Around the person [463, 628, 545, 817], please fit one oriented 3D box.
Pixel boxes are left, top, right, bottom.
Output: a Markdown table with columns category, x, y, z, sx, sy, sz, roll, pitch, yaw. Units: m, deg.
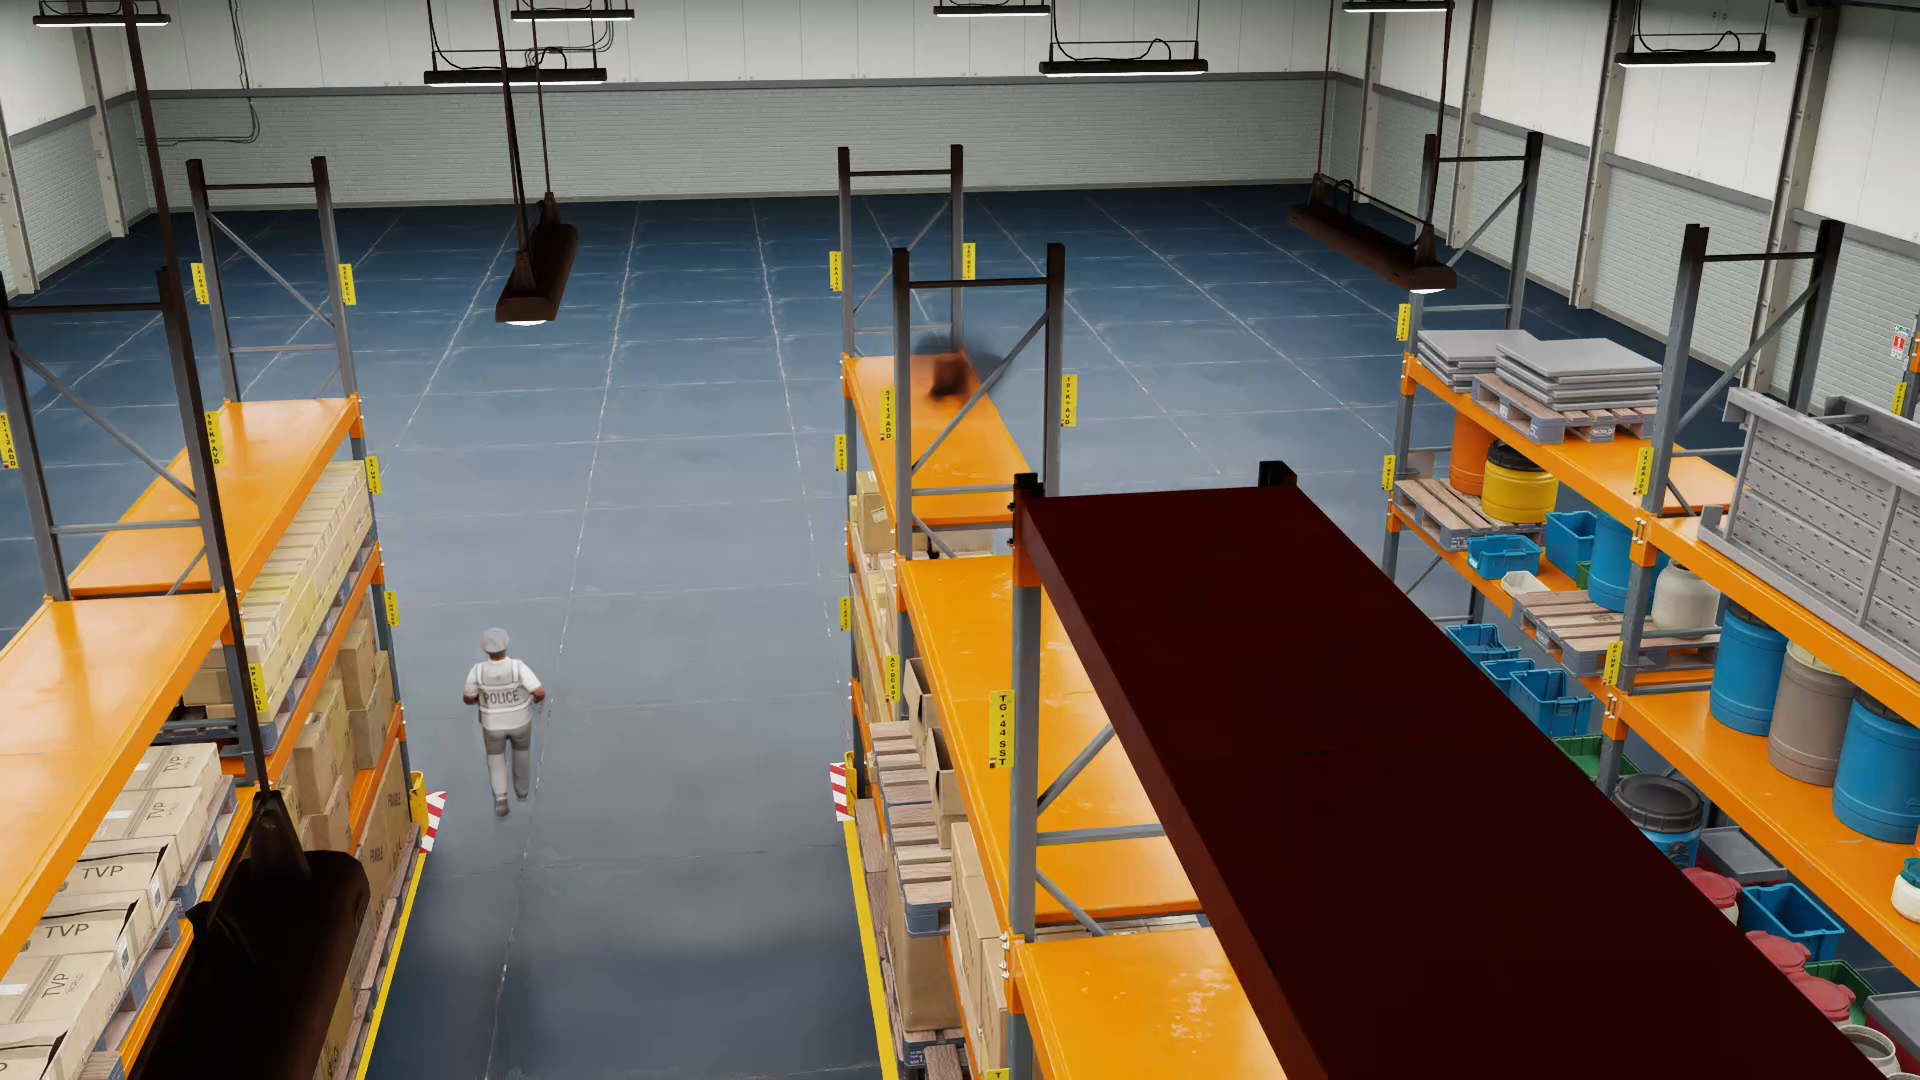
| category | x | y | z | sx | sy | sz | roll | pitch | yaw |
| --- | --- | --- | --- | --- | --- | --- | --- | --- | --- |
| person | -3.970 | 1.558 | 14.596 | 0.691 | 1.788 | 0.631 | -4 | 22 | -11 |
